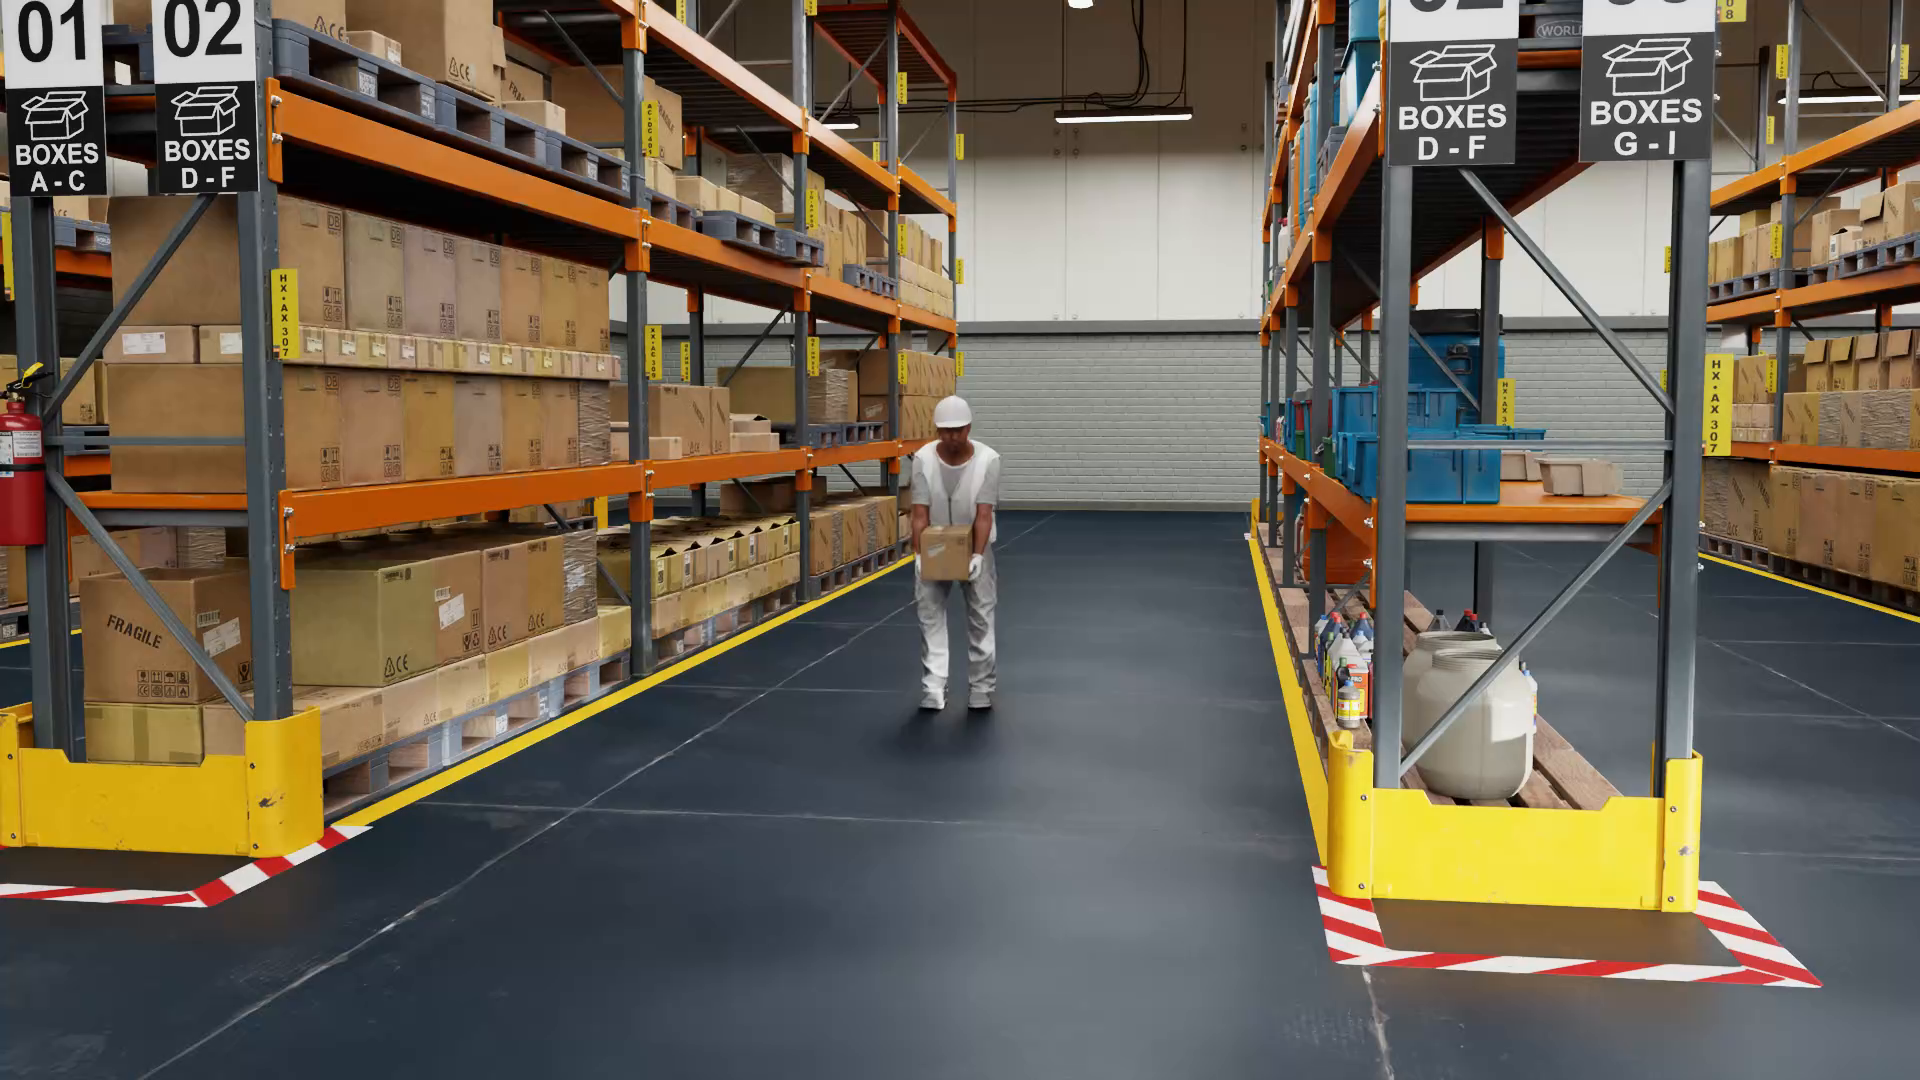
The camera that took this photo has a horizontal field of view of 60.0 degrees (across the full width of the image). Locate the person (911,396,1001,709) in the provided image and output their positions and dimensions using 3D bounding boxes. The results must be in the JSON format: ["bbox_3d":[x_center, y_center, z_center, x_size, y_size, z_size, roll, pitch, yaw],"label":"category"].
[{"bbox_3d":[-0.018,0.073,9.028,0.482,1.700,0.645,1,4,8],"label":"person"}]
